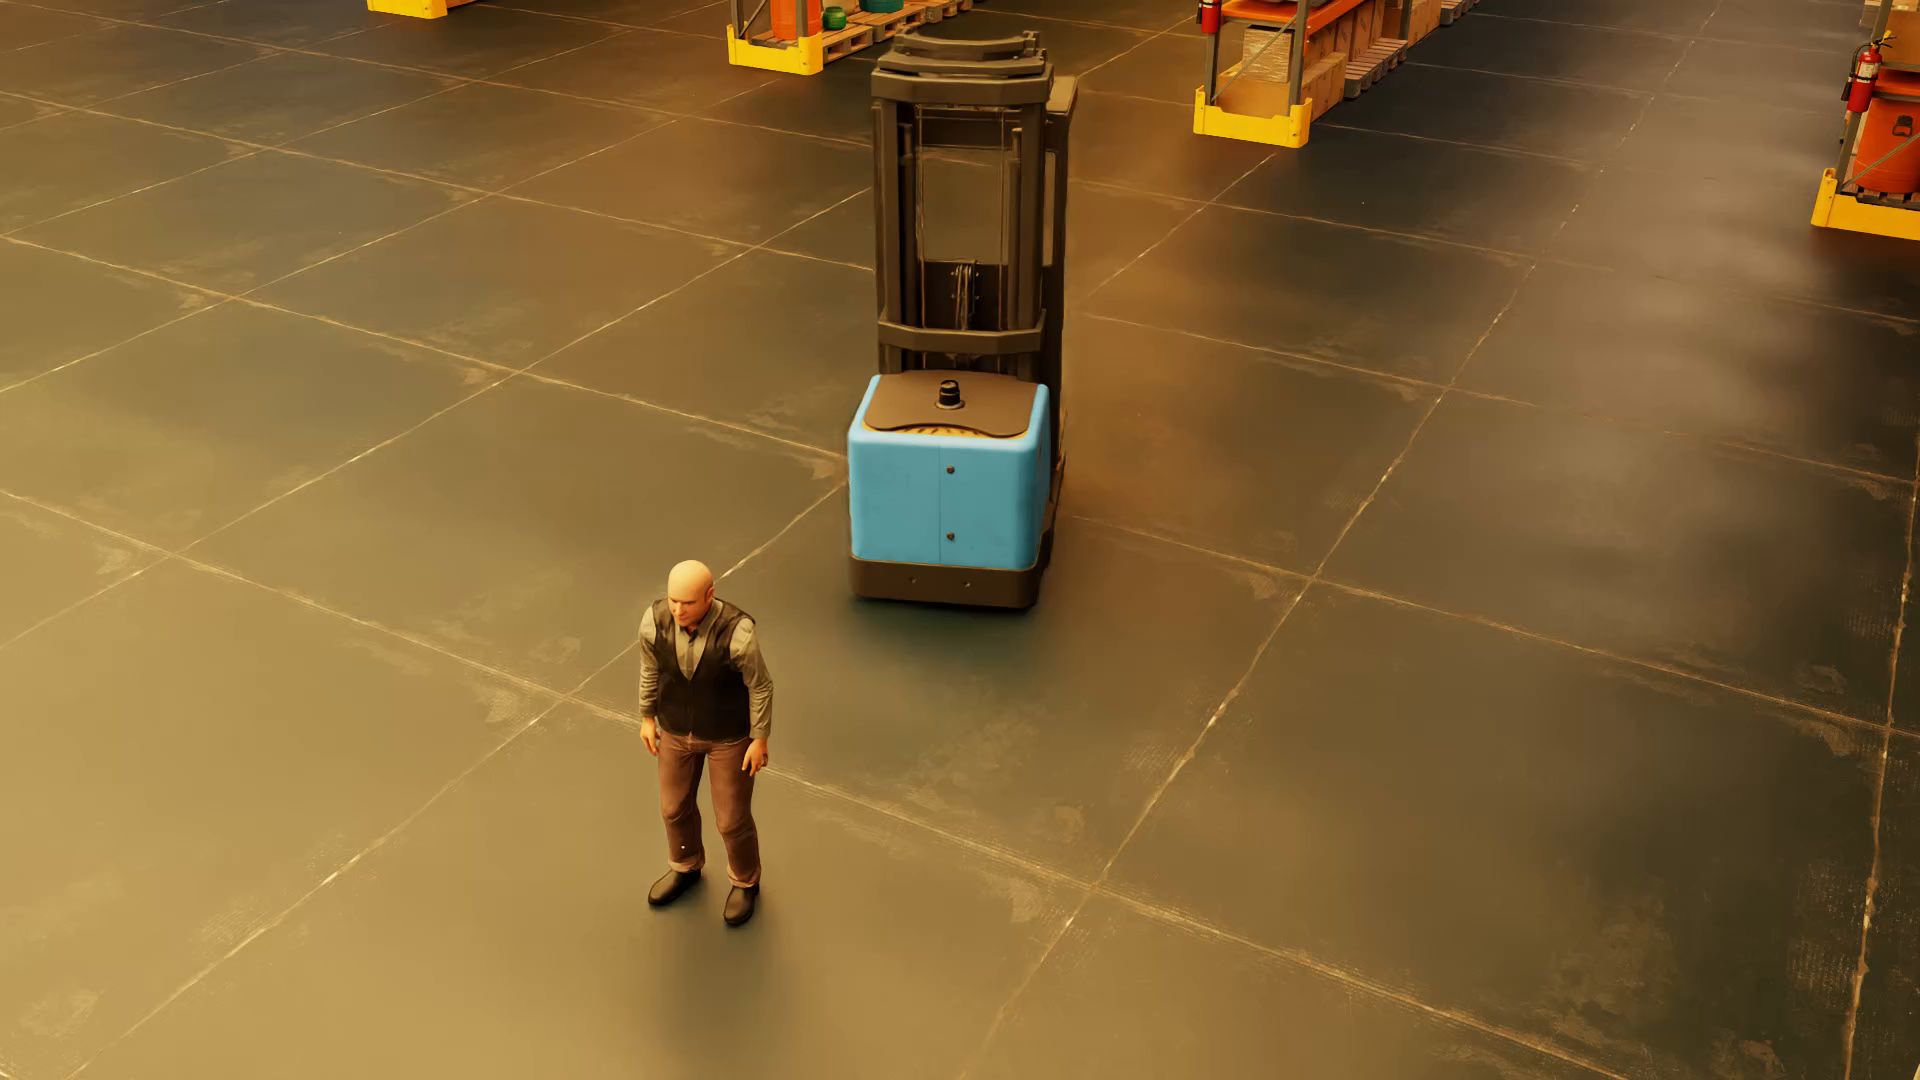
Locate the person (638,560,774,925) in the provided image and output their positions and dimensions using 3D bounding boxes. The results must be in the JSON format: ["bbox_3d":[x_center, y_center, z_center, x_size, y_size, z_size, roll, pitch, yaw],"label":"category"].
[{"bbox_3d":[-1.047,0.797,6.904,0.580,1.719,0.426,9,31,15],"label":"person"}]

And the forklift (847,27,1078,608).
[{"bbox_3d":[0.090,-1.608,9.857,1.130,2.935,3.031,4,30,7],"label":"forklift"}]
